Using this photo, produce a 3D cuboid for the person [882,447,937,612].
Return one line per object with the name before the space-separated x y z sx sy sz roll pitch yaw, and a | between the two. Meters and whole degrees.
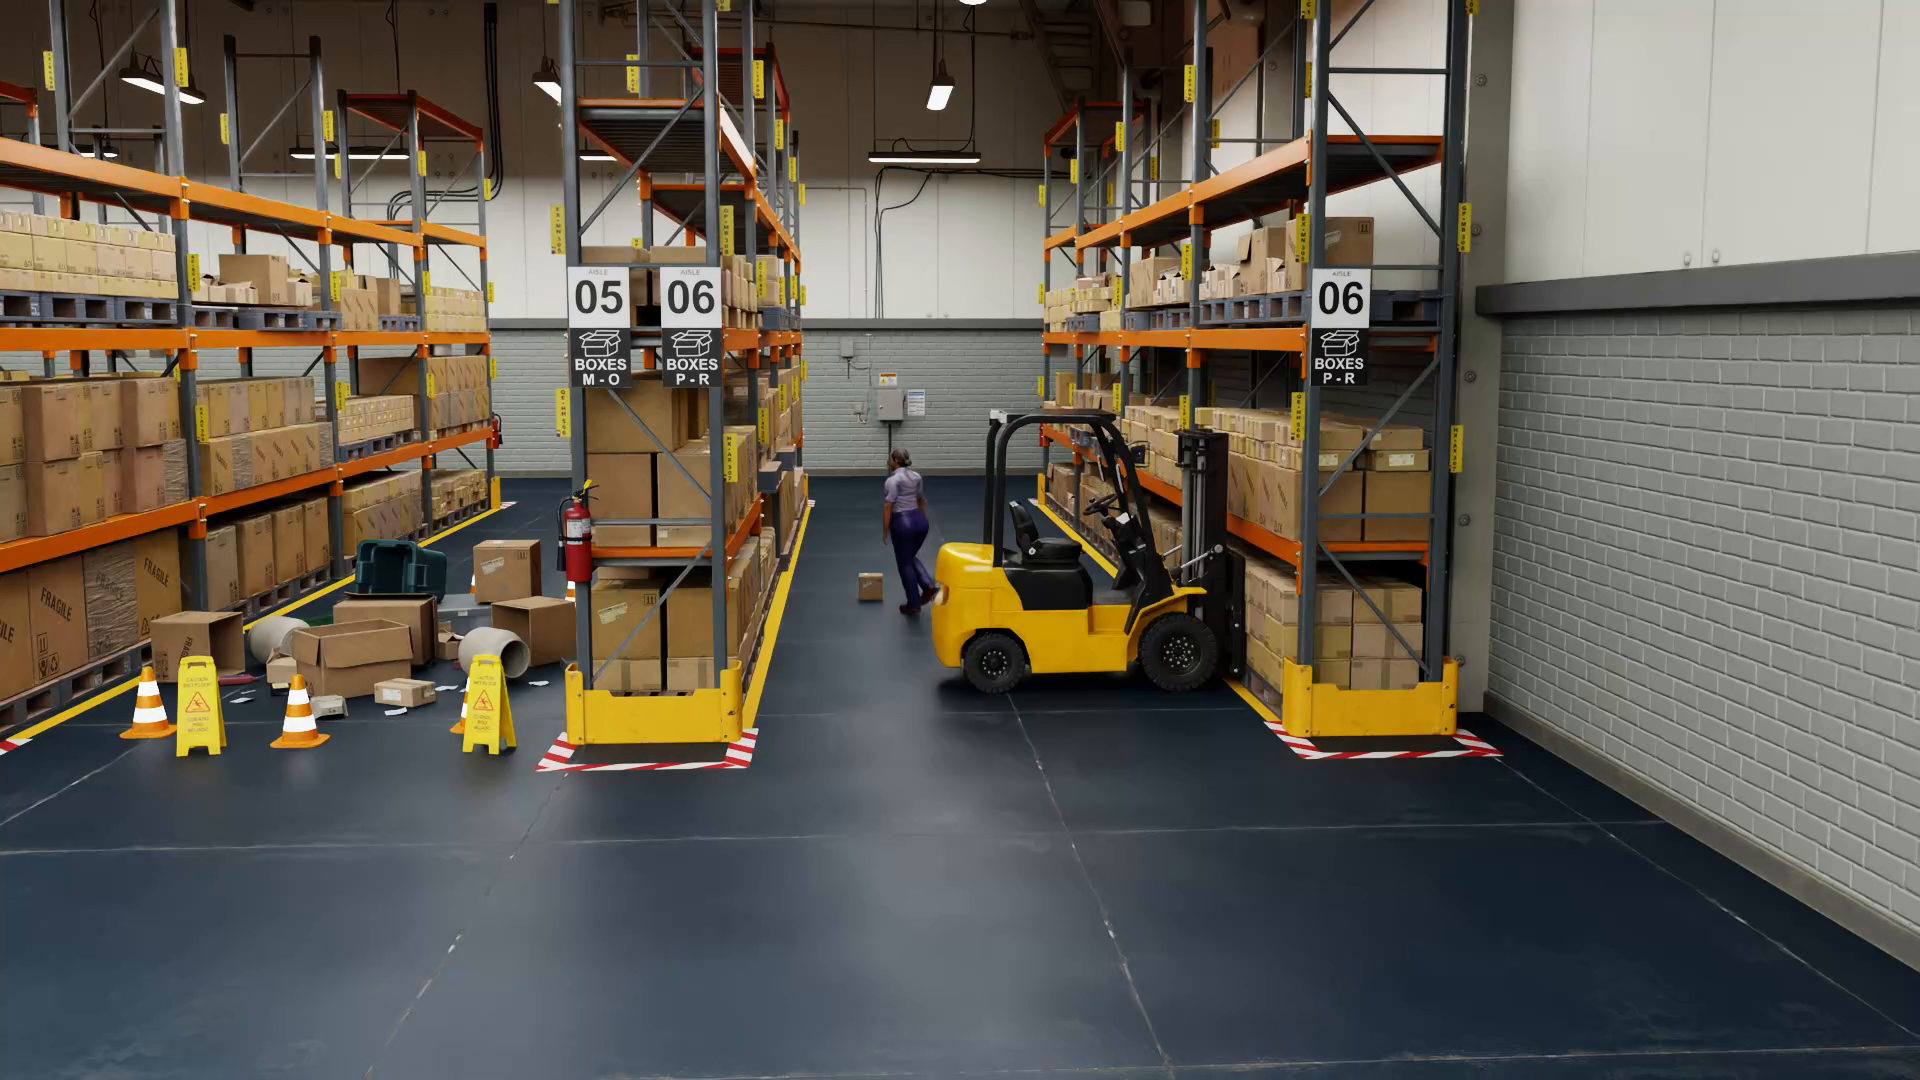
person | -0.512 -0.101 16.536 0.477 1.638 0.576 6 9 42
